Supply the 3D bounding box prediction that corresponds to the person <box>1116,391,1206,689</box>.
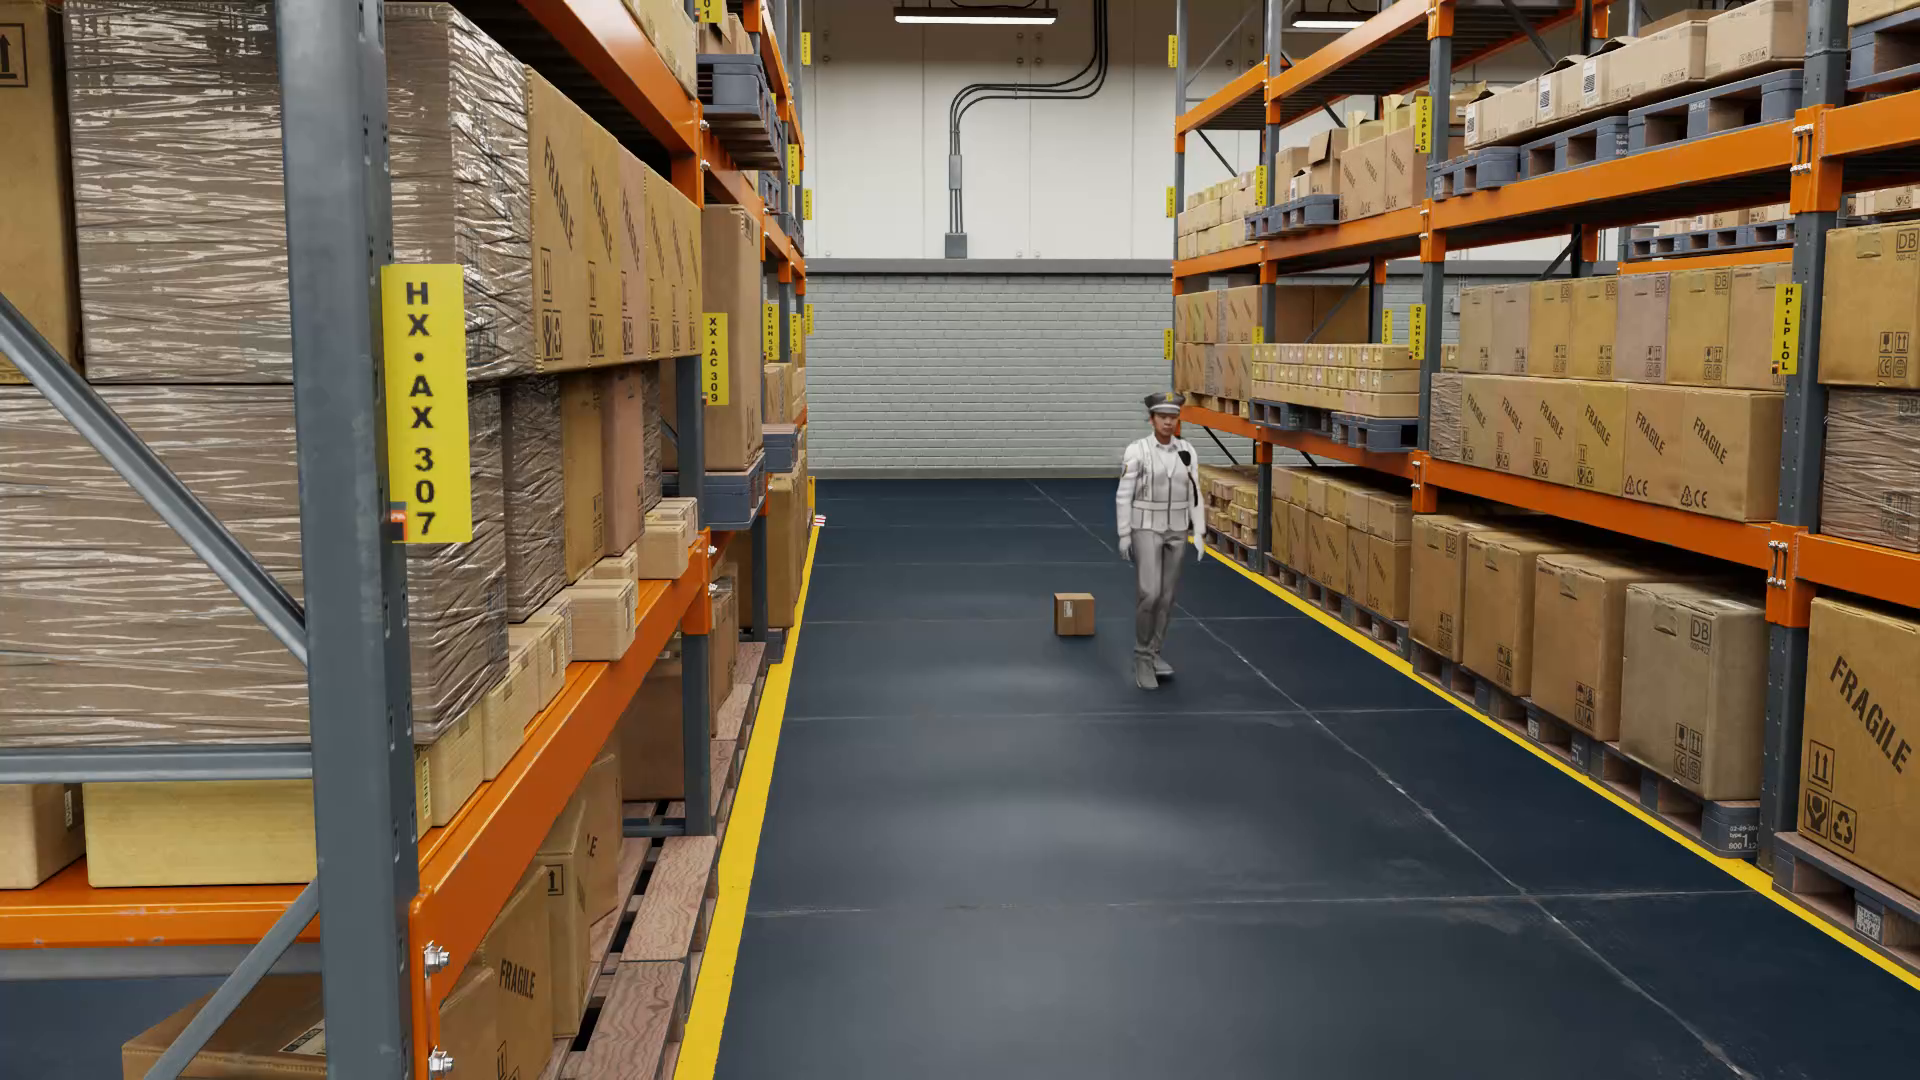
[{"bbox_3d":[1.175,0.001,9.679,0.494,1.737,0.490,-2,7,-16],"label":"person"}]
